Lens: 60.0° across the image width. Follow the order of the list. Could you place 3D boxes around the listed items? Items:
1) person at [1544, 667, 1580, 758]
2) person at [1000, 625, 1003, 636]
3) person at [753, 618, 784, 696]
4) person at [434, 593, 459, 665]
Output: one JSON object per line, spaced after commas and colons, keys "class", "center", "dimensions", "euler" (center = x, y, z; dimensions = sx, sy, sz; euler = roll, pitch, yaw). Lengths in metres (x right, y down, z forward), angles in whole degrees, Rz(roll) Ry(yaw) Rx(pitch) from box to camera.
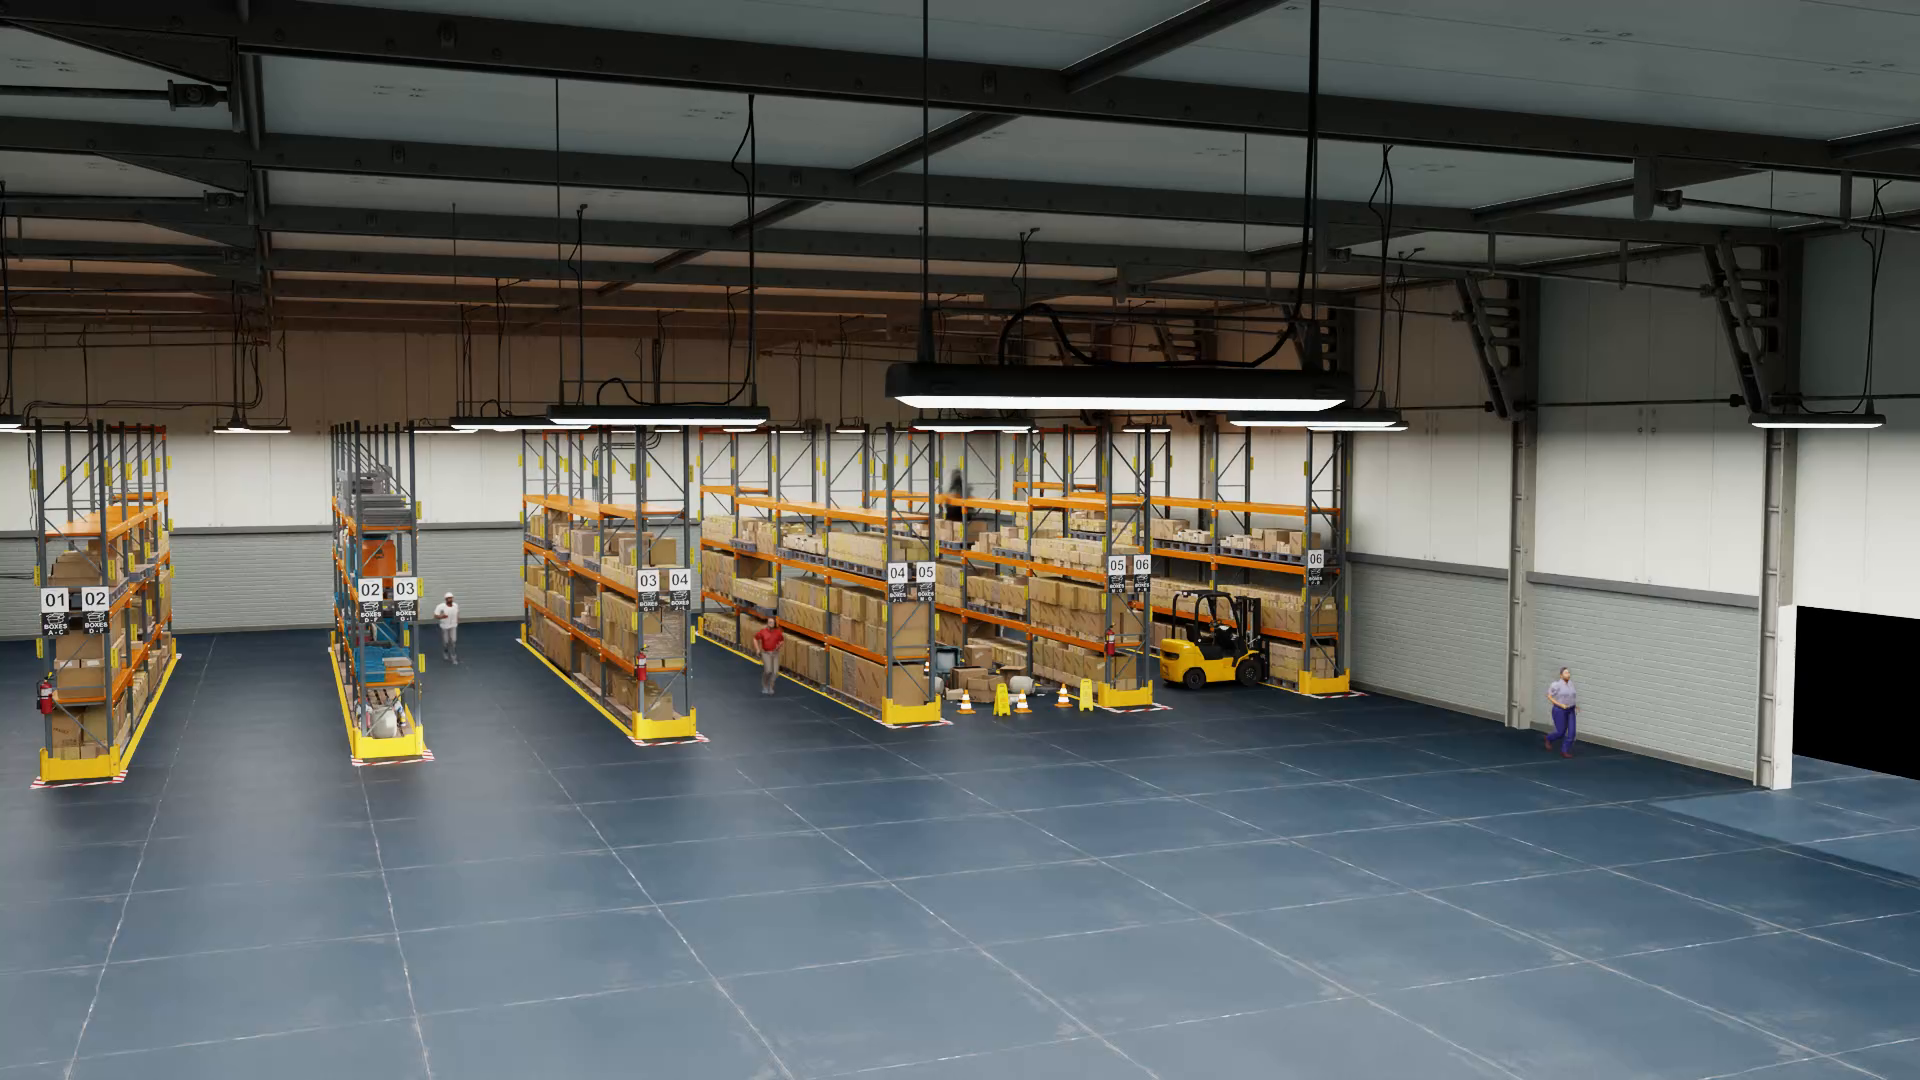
{"class": "person", "center": [10.753, 3.065, 29.672], "dimensions": [0.601, 1.599, 0.608], "euler": [-1, 4, -20]}
{"class": "person", "center": [0.944, 1.914, 47.205], "dimensions": [0.556, 1.674, 0.946], "euler": [-2, 4, -23]}
{"class": "person", "center": [-4.171, 2.578, 36.677], "dimensions": [0.640, 1.717, 0.671], "euler": [-2, 4, -25]}
{"class": "person", "center": [-12.915, 2.225, 41.899], "dimensions": [0.666, 1.819, 0.847], "euler": [-2, 4, -32]}
